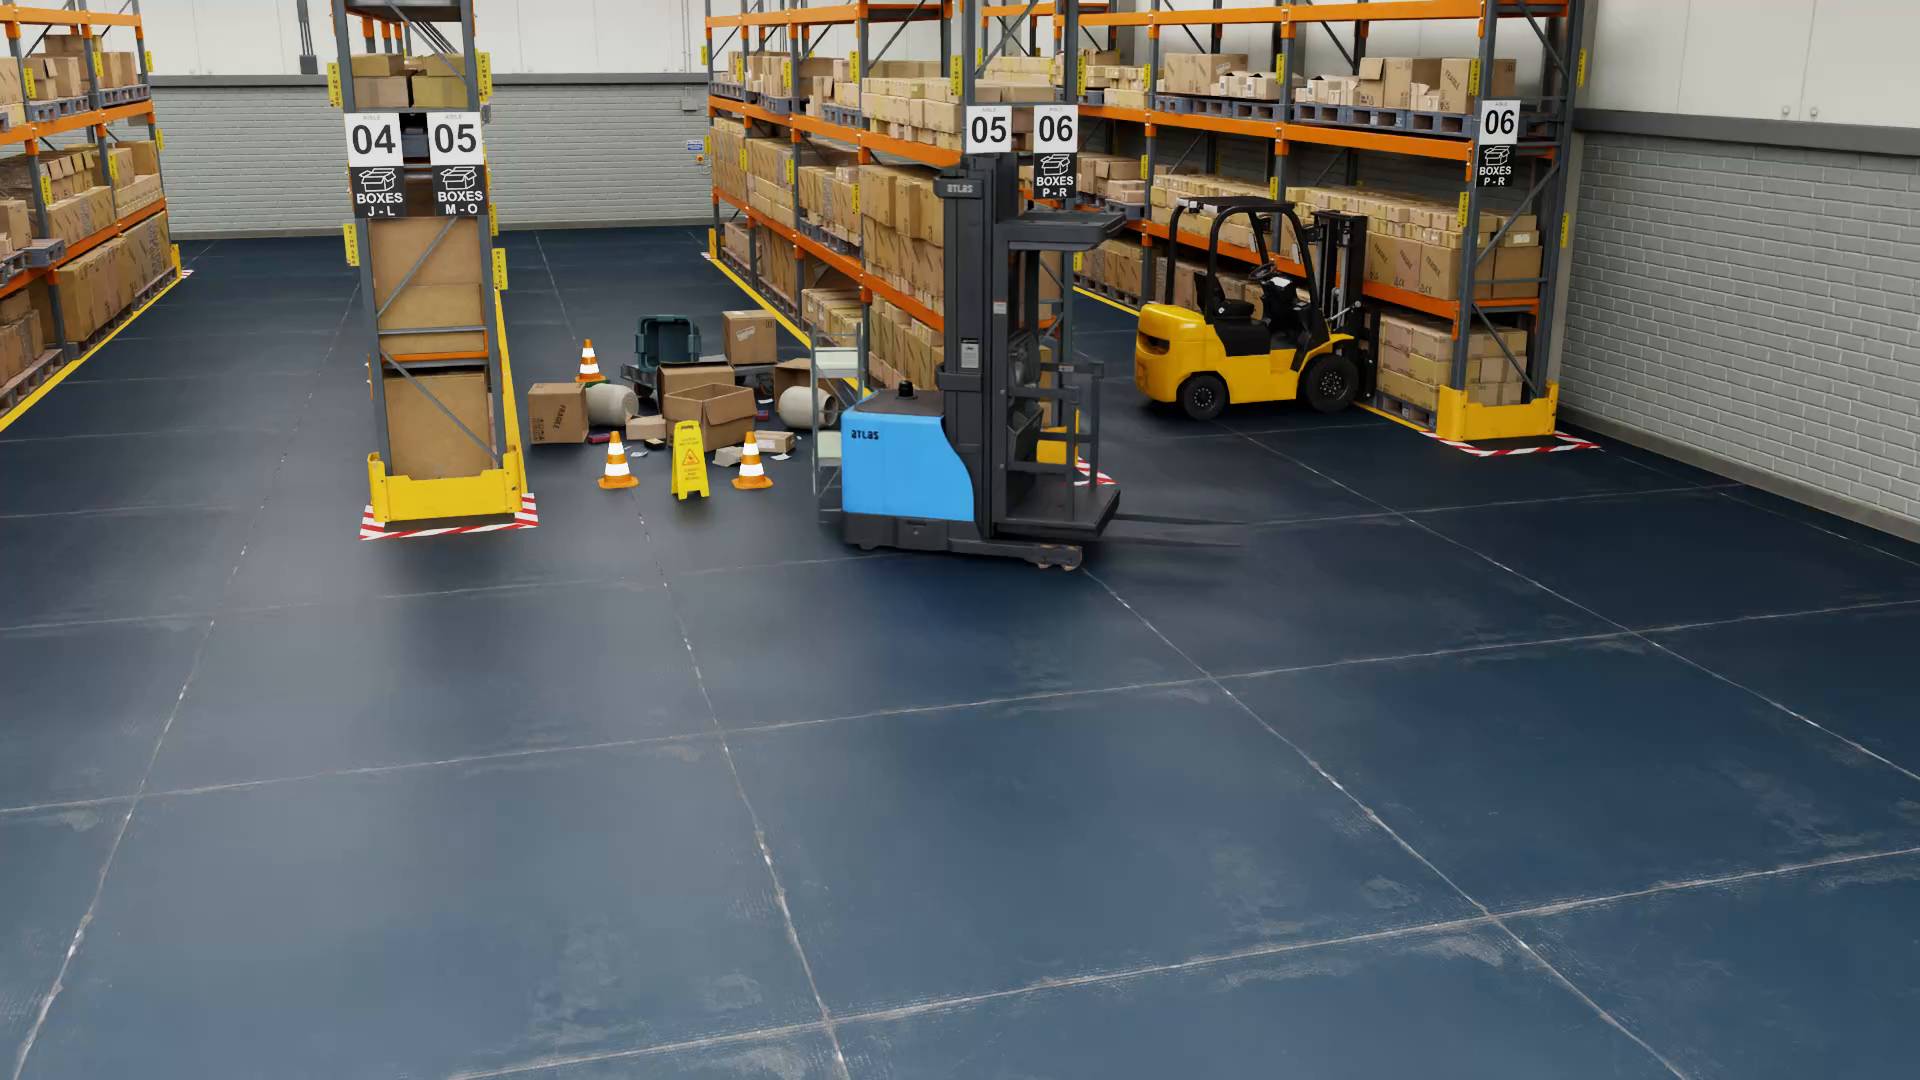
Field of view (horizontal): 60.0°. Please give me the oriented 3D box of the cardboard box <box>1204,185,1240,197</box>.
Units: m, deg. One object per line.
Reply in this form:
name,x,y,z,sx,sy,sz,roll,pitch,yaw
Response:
cardboard box,3.347,-4.450,21.250,0.380,0.149,0.250,-5,17,-17

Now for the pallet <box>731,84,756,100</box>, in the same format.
pallet,-3.004,-7.036,26.103,1.003,0.211,1.213,-5,17,-15

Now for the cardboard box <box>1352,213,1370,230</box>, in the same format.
cardboard box,4.422,-3.416,17.809,0.380,0.149,0.250,-5,17,-16

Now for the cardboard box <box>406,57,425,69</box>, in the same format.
cardboard box,-6.938,-5.973,20.903,0.396,0.266,0.258,-5,17,-15

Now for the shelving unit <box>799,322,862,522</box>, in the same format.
shelving unit,-1.041,-0.970,13.573,0.431,1.500,0.755,1,17,2

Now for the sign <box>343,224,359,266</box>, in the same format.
sign,-4.748,-2.306,12.989,0.100,0.325,0.005,-5,17,-15

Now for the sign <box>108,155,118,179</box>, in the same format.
sign,-11.798,-5.194,23.154,0.100,0.325,0.005,-5,17,-15

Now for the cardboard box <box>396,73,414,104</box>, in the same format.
cardboard box,-4.900,-3.824,14.093,0.500,0.250,0.500,-5,17,-16

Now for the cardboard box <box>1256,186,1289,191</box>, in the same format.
cardboard box,3.991,-4.425,21.169,0.380,0.149,0.250,-5,17,-16

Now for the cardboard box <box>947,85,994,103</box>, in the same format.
cardboard box,0.098,-3.939,14.687,0.380,0.149,0.250,-4,17,-14

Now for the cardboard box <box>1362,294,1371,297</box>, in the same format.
cardboard box,4.656,-2.699,19.035,0.500,0.250,0.500,-5,17,-16

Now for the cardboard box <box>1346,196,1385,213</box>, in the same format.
cardboard box,4.414,-3.635,18.021,0.380,0.149,0.250,-5,17,-15

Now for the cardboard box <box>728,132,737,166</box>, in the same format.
cardboard box,-3.465,-6.332,26.905,0.500,0.500,0.500,-4,17,-15

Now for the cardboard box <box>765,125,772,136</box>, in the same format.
cardboard box,-3.148,-6.394,25.986,0.380,0.149,0.250,-4,17,-14

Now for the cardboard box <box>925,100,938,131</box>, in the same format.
cardboard box,-0.015,-3.864,15.130,0.500,0.250,0.500,-5,17,-16

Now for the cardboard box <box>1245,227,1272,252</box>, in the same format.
cardboard box,3.791,-3.643,20.126,0.500,0.250,0.500,-4,17,-14

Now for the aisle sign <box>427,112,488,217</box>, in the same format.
aisle sign,-3.915,-2.926,12.959,0.394,0.787,0.004,-5,17,-15

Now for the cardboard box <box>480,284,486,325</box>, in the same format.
cardboard box,-4.574,-2.163,14.677,0.875,0.550,0.550,-5,17,-15

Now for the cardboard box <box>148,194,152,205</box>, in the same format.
cardboard box,-12.720,-5.263,25.696,0.380,0.149,0.250,-5,17,-16

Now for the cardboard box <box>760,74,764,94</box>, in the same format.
cardboard box,-2.623,-6.456,23.519,0.396,0.266,0.258,-3,17,-11

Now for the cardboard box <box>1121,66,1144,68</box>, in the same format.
cardboard box,2.626,-7.018,24.905,0.380,0.149,0.250,-4,17,-14

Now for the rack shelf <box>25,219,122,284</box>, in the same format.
rack shelf,-11.768,-3.734,21.419,1.077,0.370,4.000,-5,17,-15

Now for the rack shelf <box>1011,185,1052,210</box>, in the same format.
rack shelf,1.433,-6.017,29.021,1.077,0.370,4.000,-5,17,-15

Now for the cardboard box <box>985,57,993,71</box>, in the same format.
cardboard box,0.764,-8.519,29.760,0.500,0.250,0.500,-5,17,-16

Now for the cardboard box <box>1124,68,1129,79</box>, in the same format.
cardboard box,2.581,-6.697,23.868,0.380,0.149,0.250,-5,17,-16

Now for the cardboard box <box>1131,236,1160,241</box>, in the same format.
cardboard box,2.831,-4.539,25.337,0.380,0.149,0.250,-5,17,-15

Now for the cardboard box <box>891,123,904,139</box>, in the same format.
cardboard box,-0.471,-4.049,16.442,0.380,0.149,0.250,-5,17,-16

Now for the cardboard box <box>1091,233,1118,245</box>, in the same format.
cardboard box,2.244,-4.647,25.695,0.380,0.149,0.250,-4,17,-13

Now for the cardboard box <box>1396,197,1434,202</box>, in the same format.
cardboard box,4.920,-3.603,17.915,0.380,0.149,0.250,-4,17,-14

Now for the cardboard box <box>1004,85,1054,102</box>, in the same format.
cardboard box,0.607,-3.909,14.586,0.380,0.149,0.250,-5,17,-16

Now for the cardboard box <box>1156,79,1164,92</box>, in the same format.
cardboard box,2.886,-6.156,22.518,0.380,0.166,0.250,-5,17,-15

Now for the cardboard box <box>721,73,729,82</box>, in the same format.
cardboard box,-3.810,-7.768,27.916,0.380,0.149,0.250,-4,17,-13

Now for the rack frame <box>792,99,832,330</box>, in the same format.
rack frame,-1.690,-4.309,22.082,1.000,3.000,0.127,-5,17,-15

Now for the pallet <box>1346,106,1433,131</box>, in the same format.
pallet,4.772,-4.419,17.390,1.003,0.211,1.213,-5,17,-15

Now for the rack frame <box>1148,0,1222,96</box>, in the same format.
rack frame,3.082,-7.575,22.529,1.000,3.000,0.127,-5,17,-15

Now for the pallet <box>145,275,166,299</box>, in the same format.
pallet,-12.790,-3.851,25.405,1.003,0.211,1.213,-5,17,-15

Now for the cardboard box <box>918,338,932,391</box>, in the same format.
cardboard box,-0.109,-1.684,16.092,0.500,0.500,0.500,-4,17,-13

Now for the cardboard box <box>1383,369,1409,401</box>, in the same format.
cardboard box,4.720,-1.617,17.171,0.500,0.250,0.500,-5,17,-15

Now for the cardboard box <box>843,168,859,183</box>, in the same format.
cardboard box,-1.136,-4.204,19.185,0.380,0.149,0.250,-5,17,-17

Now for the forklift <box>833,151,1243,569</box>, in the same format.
forklift,0.610,-1.358,12.379,3.031,2.935,1.130,4,17,14

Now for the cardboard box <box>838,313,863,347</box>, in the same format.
cardboard box,-0.938,-2.488,19.860,0.950,0.372,0.625,-4,17,-12

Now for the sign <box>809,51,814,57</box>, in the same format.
sign,-2.270,-7.296,25.366,0.100,0.325,0.005,-5,17,-15

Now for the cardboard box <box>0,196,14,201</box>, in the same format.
cardboard box,-11.031,-3.628,18.913,0.500,0.500,0.500,-7,18,-22

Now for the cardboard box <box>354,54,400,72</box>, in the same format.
cardboard box,-5.198,-4.251,14.822,0.380,0.149,0.250,-5,17,-15

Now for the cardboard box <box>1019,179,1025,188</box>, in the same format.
cardboard box,1.245,-6.185,28.765,0.380,0.149,0.250,-5,17,-15

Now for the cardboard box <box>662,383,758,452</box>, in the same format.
cardboard box,-2.408,-1.186,16.026,0.637,0.503,0.797,11,20,32

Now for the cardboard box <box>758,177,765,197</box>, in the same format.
cardboard box,-2.656,-5.155,24.292,0.500,0.250,0.500,-4,17,-15

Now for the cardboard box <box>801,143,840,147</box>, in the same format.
cardboard box,-1.998,-5.412,23.843,0.500,0.500,0.500,-4,17,-14

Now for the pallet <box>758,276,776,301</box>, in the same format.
pallet,-2.504,-3.872,25.476,1.003,0.211,1.213,-5,17,-15

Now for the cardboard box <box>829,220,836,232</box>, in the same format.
cardboard box,-1.382,-3.834,20.209,0.380,0.149,0.250,-4,17,-14

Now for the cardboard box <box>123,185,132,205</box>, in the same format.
cardboard box,-12.327,-4.991,24.097,0.500,0.250,0.500,-5,17,-16

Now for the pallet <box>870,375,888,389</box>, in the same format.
pallet,-0.372,-1.684,18.191,1.003,0.211,1.213,-5,17,-15

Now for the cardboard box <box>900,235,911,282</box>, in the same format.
cardboard box,-0.294,-2.834,16.481,0.500,0.500,0.500,-4,17,-15

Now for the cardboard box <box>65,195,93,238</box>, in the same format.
cardboard box,-11.514,-4.152,21.385,0.500,0.500,0.500,-5,17,-15

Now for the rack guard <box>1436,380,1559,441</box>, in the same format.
rack guard,5.287,-1.286,16.363,1.175,0.500,0.348,-5,17,-15

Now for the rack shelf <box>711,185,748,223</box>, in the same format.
rack shelf,-3.339,-5.624,27.711,1.077,0.370,4.000,-5,17,-15
